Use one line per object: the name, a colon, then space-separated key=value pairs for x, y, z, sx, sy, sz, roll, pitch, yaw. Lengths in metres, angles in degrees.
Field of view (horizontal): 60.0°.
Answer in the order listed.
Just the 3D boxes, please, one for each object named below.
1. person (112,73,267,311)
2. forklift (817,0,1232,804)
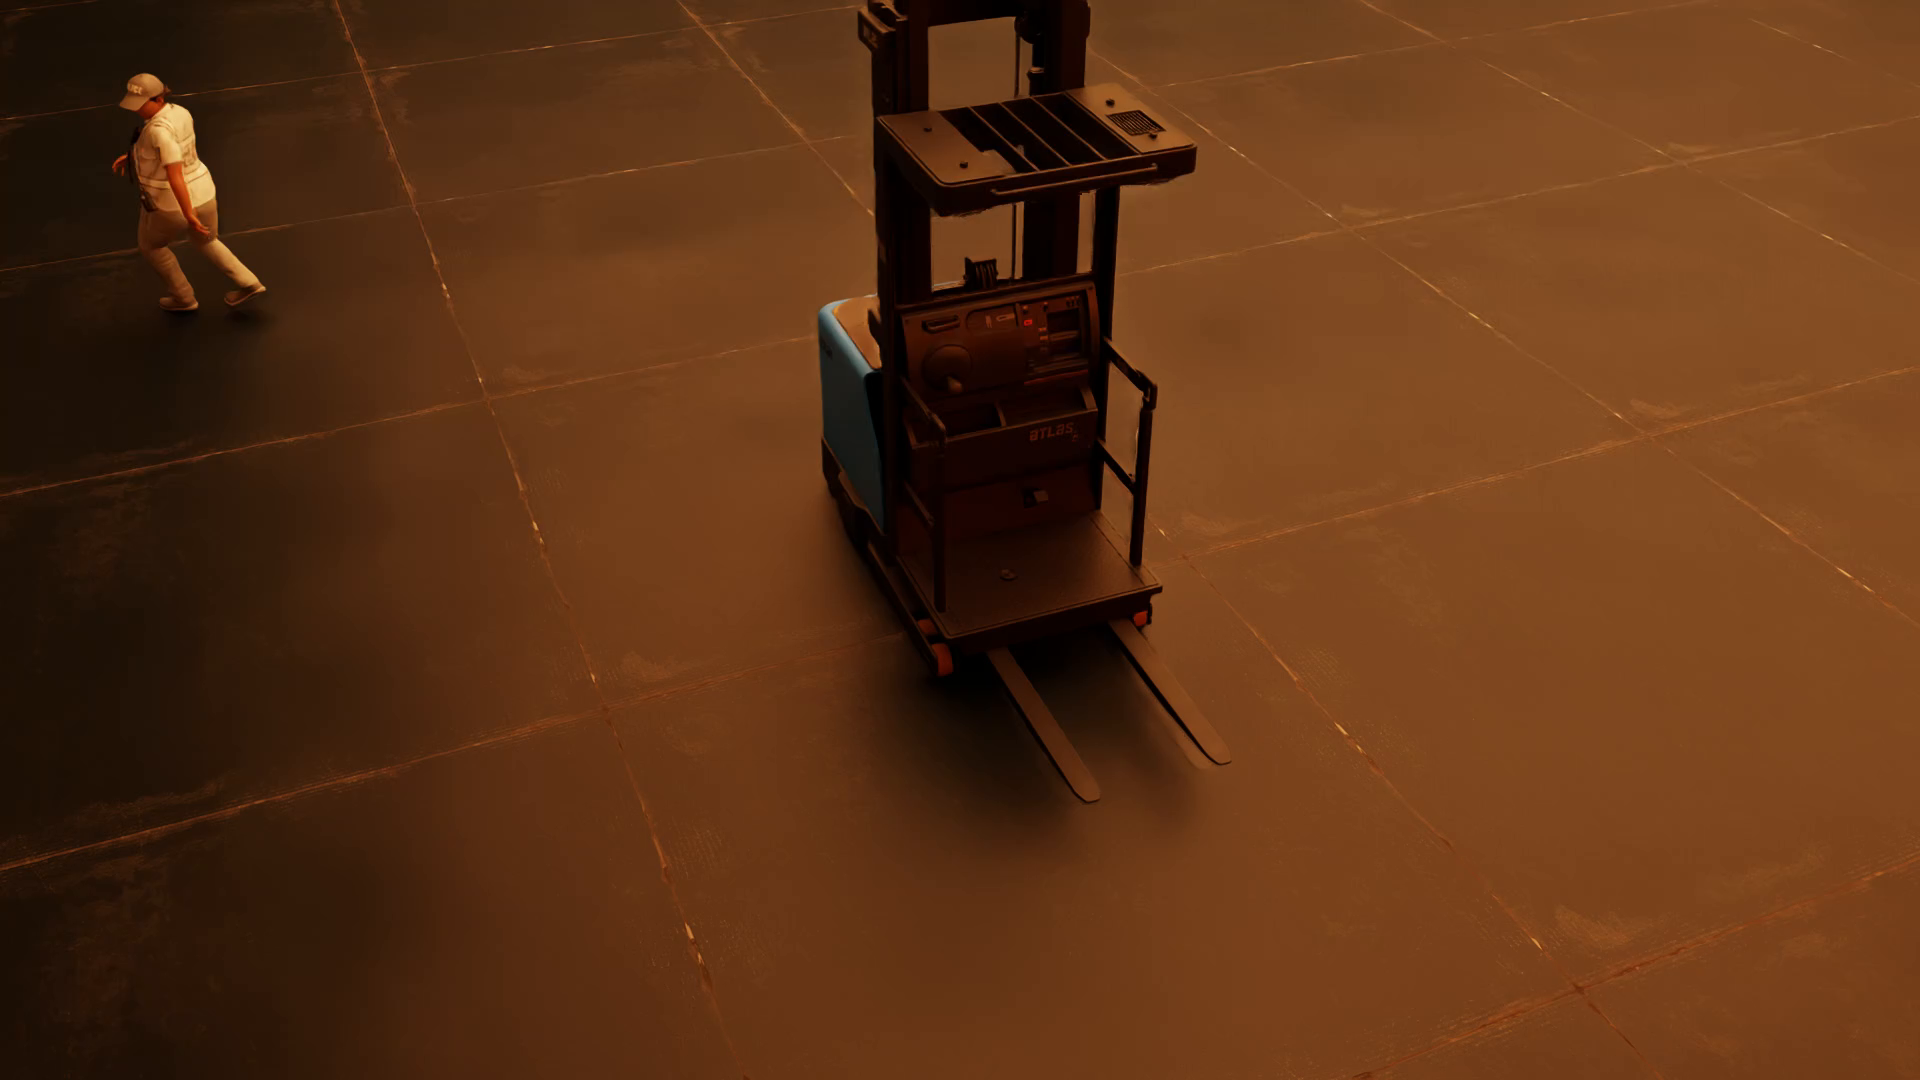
person: x=-4.812 y=-2.106 z=10.246 sx=0.787 sy=1.585 sz=0.529 roll=12 pitch=37 yaw=17
forklift: x=0.269 y=-0.833 z=7.270 sx=1.130 sy=2.935 sz=3.031 roll=-13 pitch=37 yaw=-17
